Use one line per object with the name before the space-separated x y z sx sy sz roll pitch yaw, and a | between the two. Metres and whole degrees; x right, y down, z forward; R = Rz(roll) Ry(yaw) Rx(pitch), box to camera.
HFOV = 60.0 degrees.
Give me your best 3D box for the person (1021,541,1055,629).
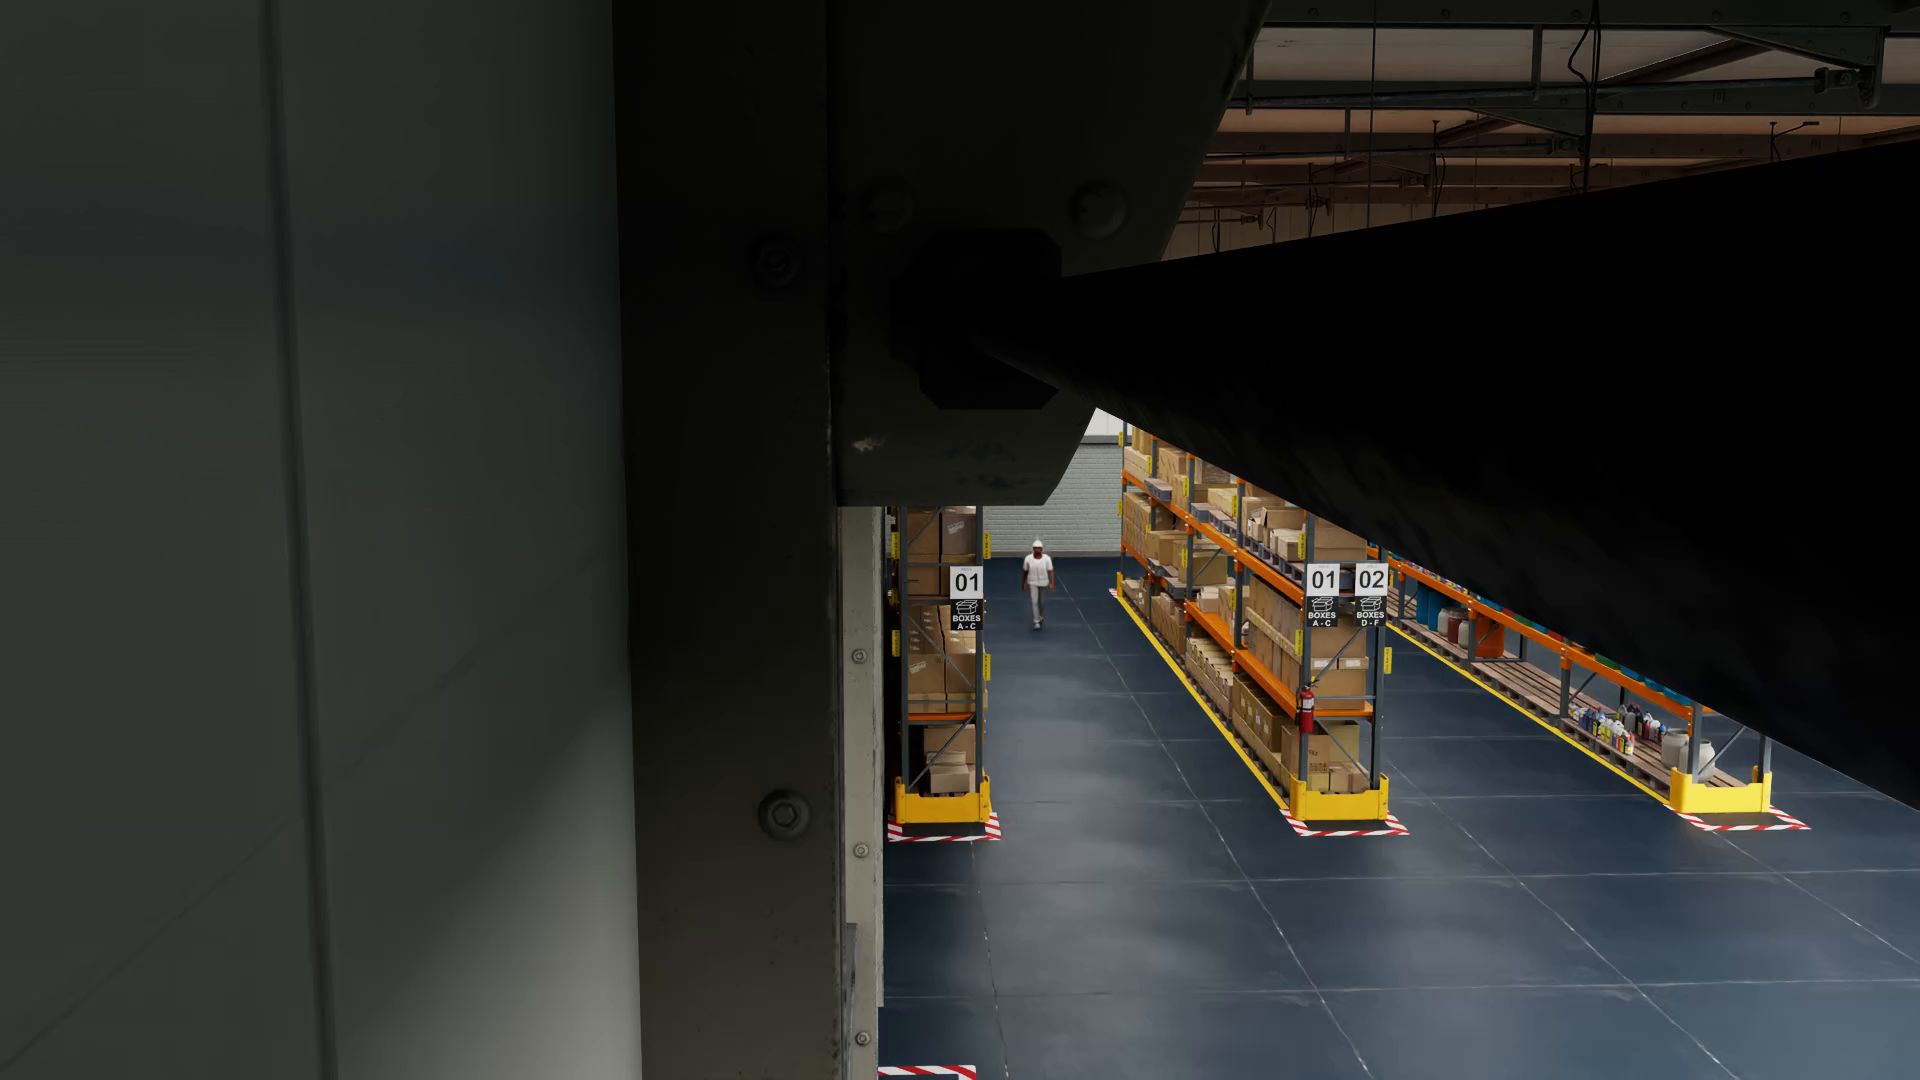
person | 1.545 0.869 32.907 0.615 1.725 1.080 -1 8 -6
